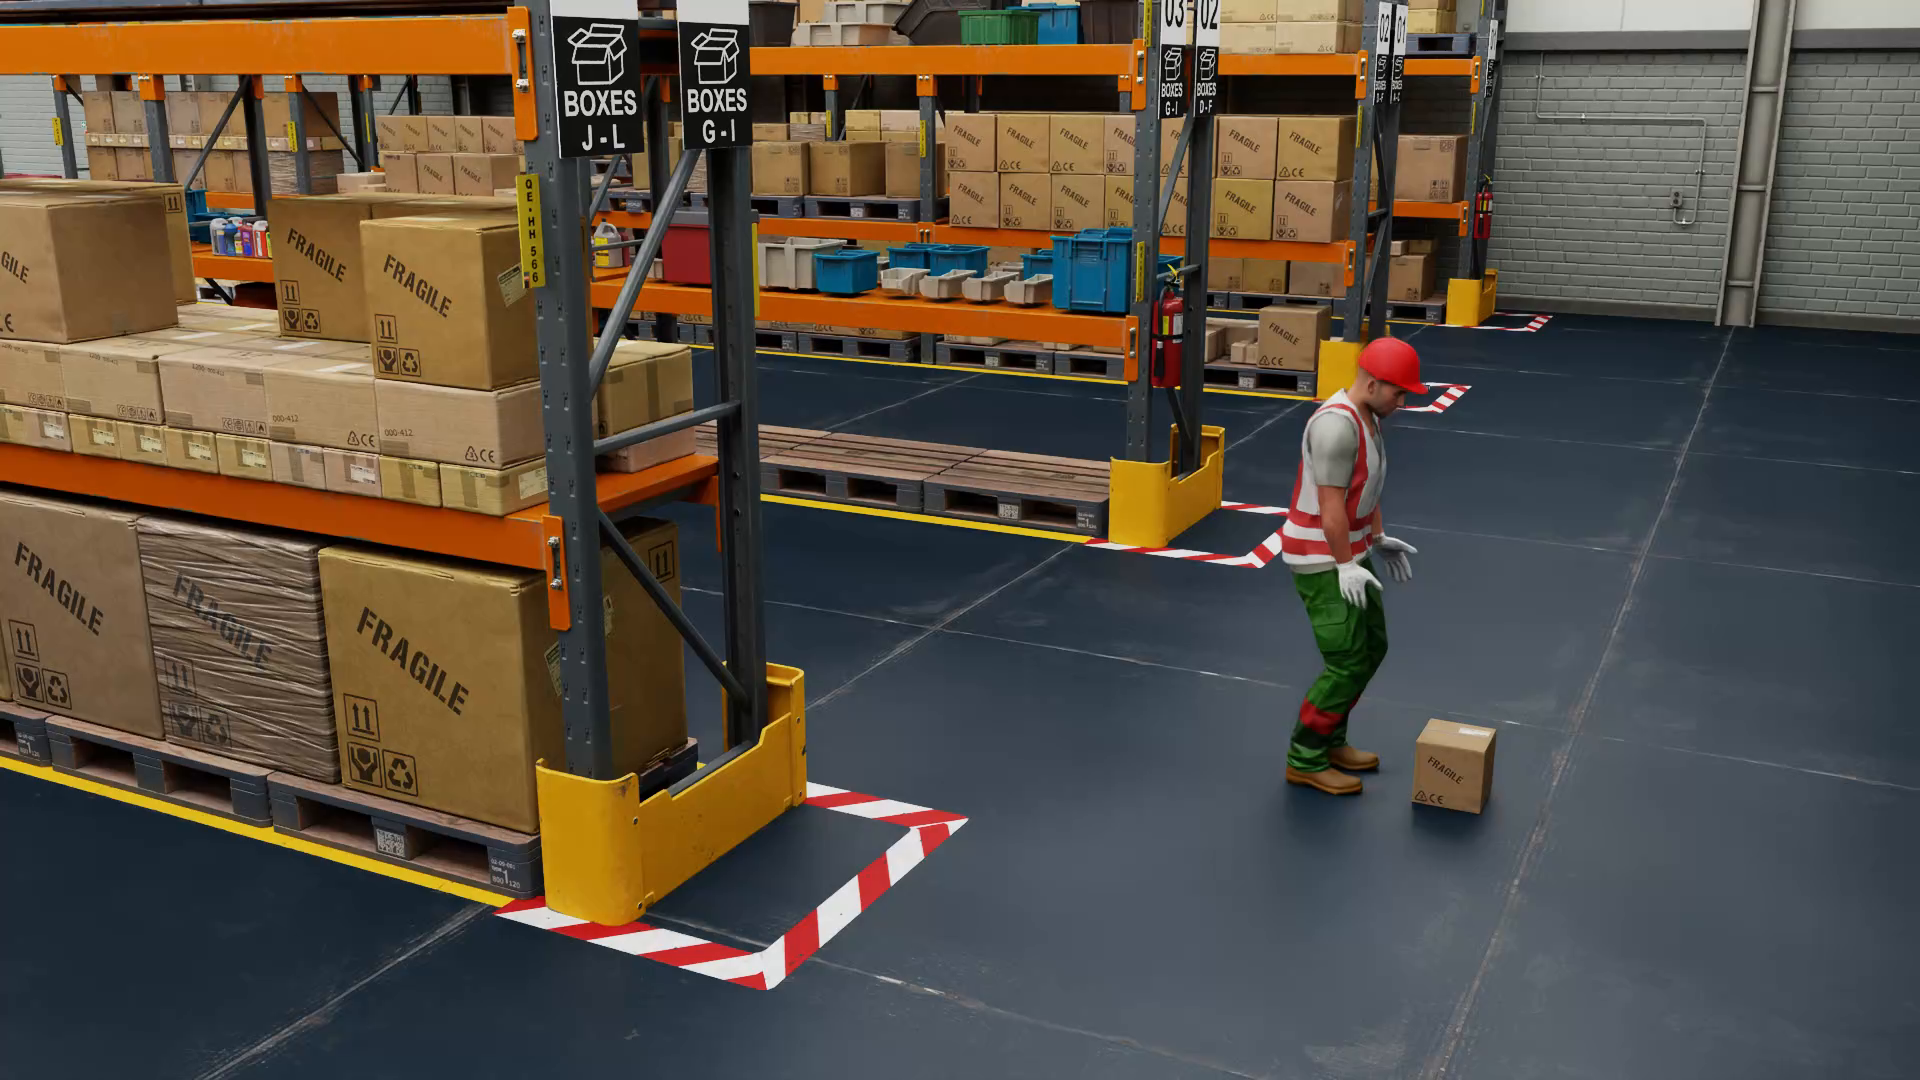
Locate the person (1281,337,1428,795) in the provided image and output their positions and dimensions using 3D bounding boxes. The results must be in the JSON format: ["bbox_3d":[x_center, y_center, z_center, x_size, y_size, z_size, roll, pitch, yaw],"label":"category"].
[{"bbox_3d":[1.480,0.084,6.307,0.477,1.724,0.547,8,18,27],"label":"person"}]
